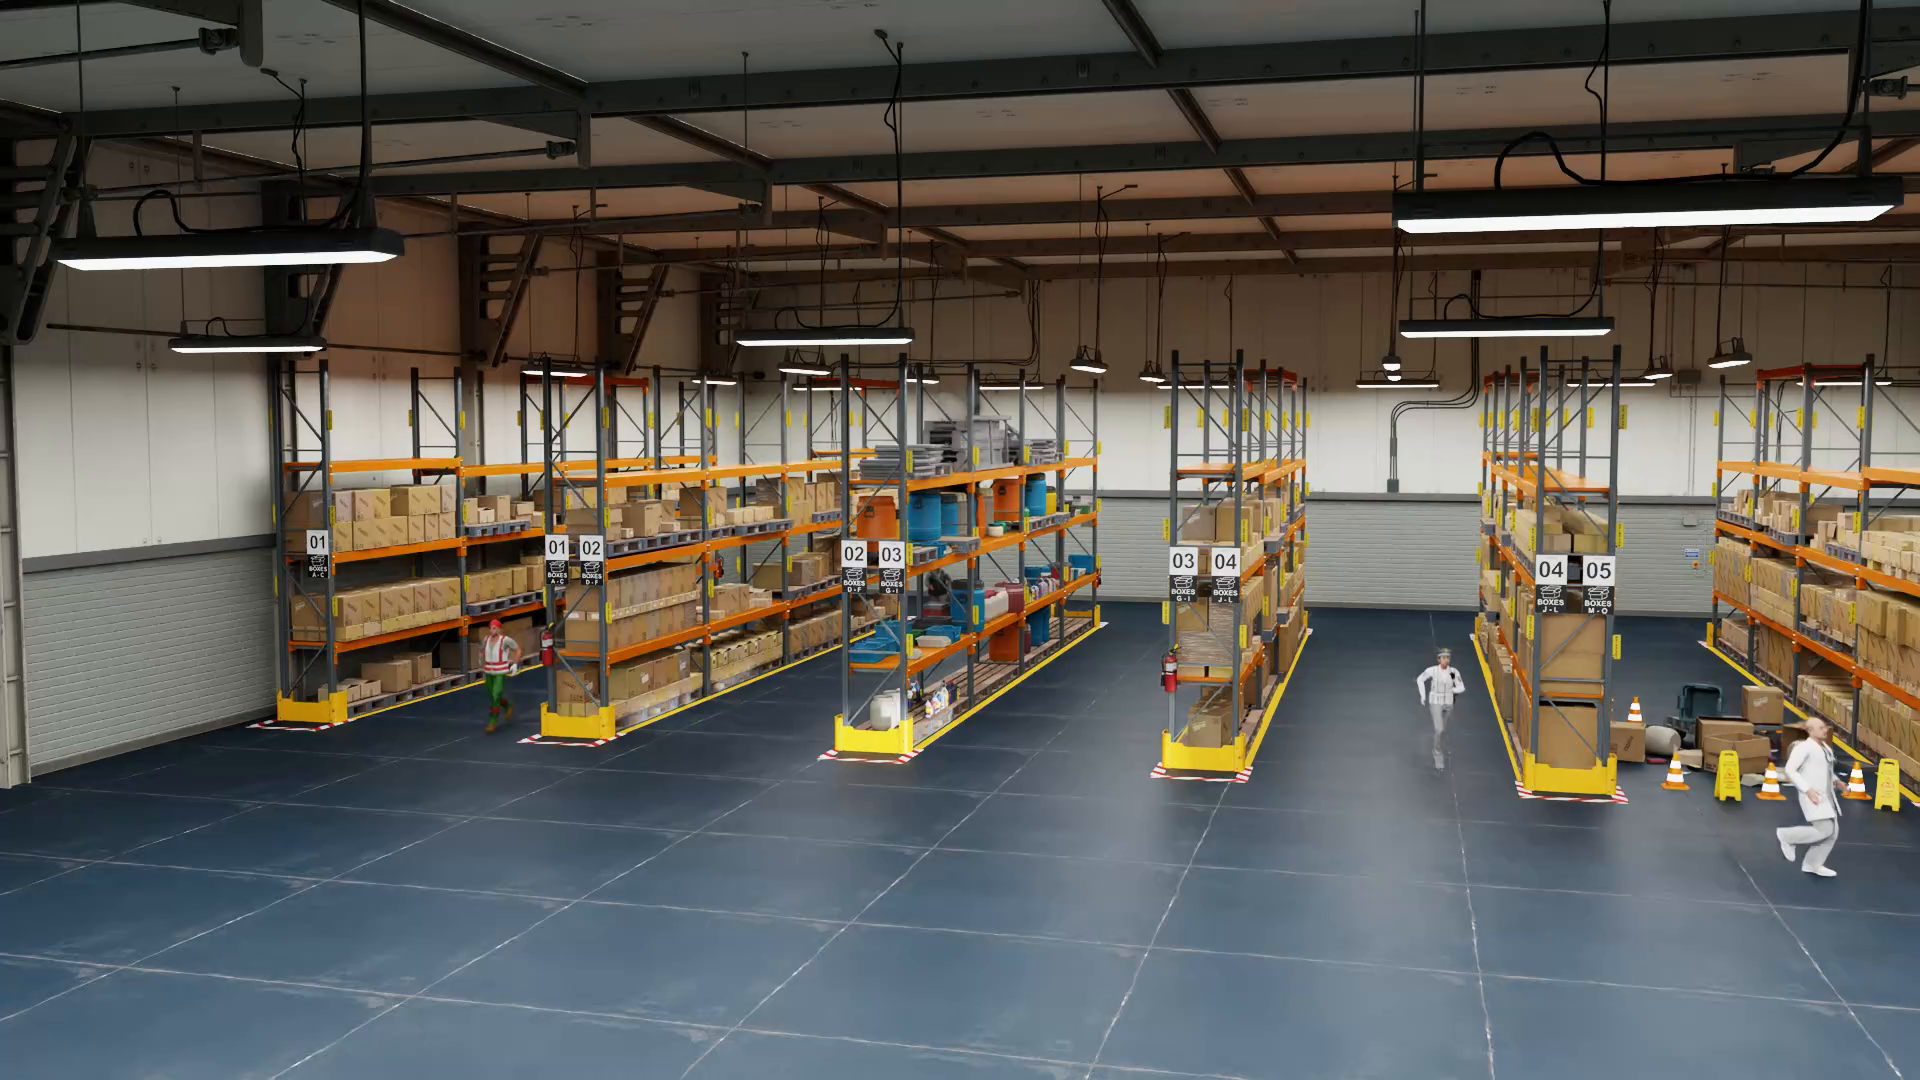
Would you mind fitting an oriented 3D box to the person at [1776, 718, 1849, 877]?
[{"bbox_3d":[9.409,2.820,18.353,0.724,1.727,0.643,-3,5,-35],"label":"person"}]

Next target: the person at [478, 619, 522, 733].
[{"bbox_3d":[-7.532,2.175,27.082,0.694,1.785,0.911,1,4,16],"label":"person"}]

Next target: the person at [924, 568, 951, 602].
[{"bbox_3d":[-0.541,1.331,39.299,0.611,1.735,0.738,0,4,6],"label":"person"}]

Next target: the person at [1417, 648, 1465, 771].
[{"bbox_3d":[6.984,2.417,24.096,0.598,1.738,0.753,0,4,-3],"label":"person"}]
